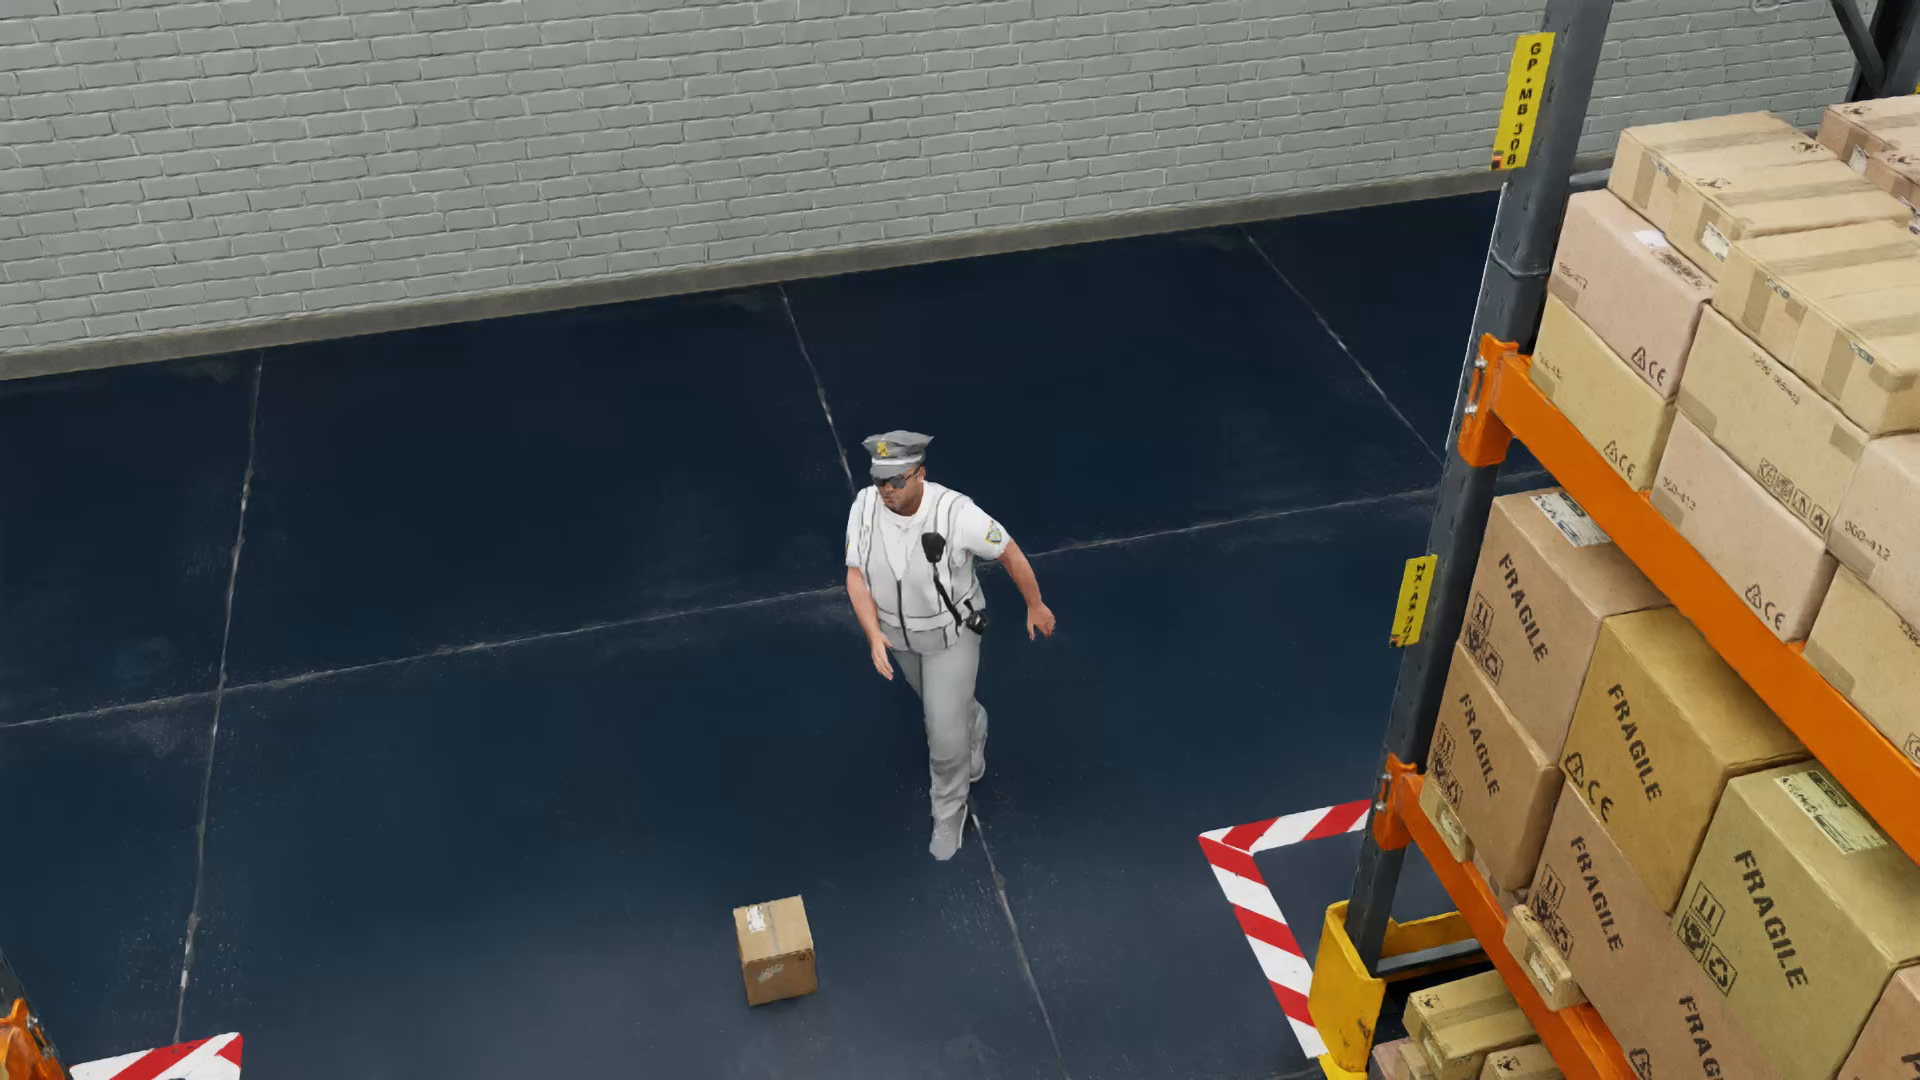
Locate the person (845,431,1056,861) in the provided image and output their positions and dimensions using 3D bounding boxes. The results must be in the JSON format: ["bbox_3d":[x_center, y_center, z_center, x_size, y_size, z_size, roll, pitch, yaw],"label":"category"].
[{"bbox_3d":[-0.082,0.377,6.292,0.733,1.793,0.784,16,41,20],"label":"person"}]
